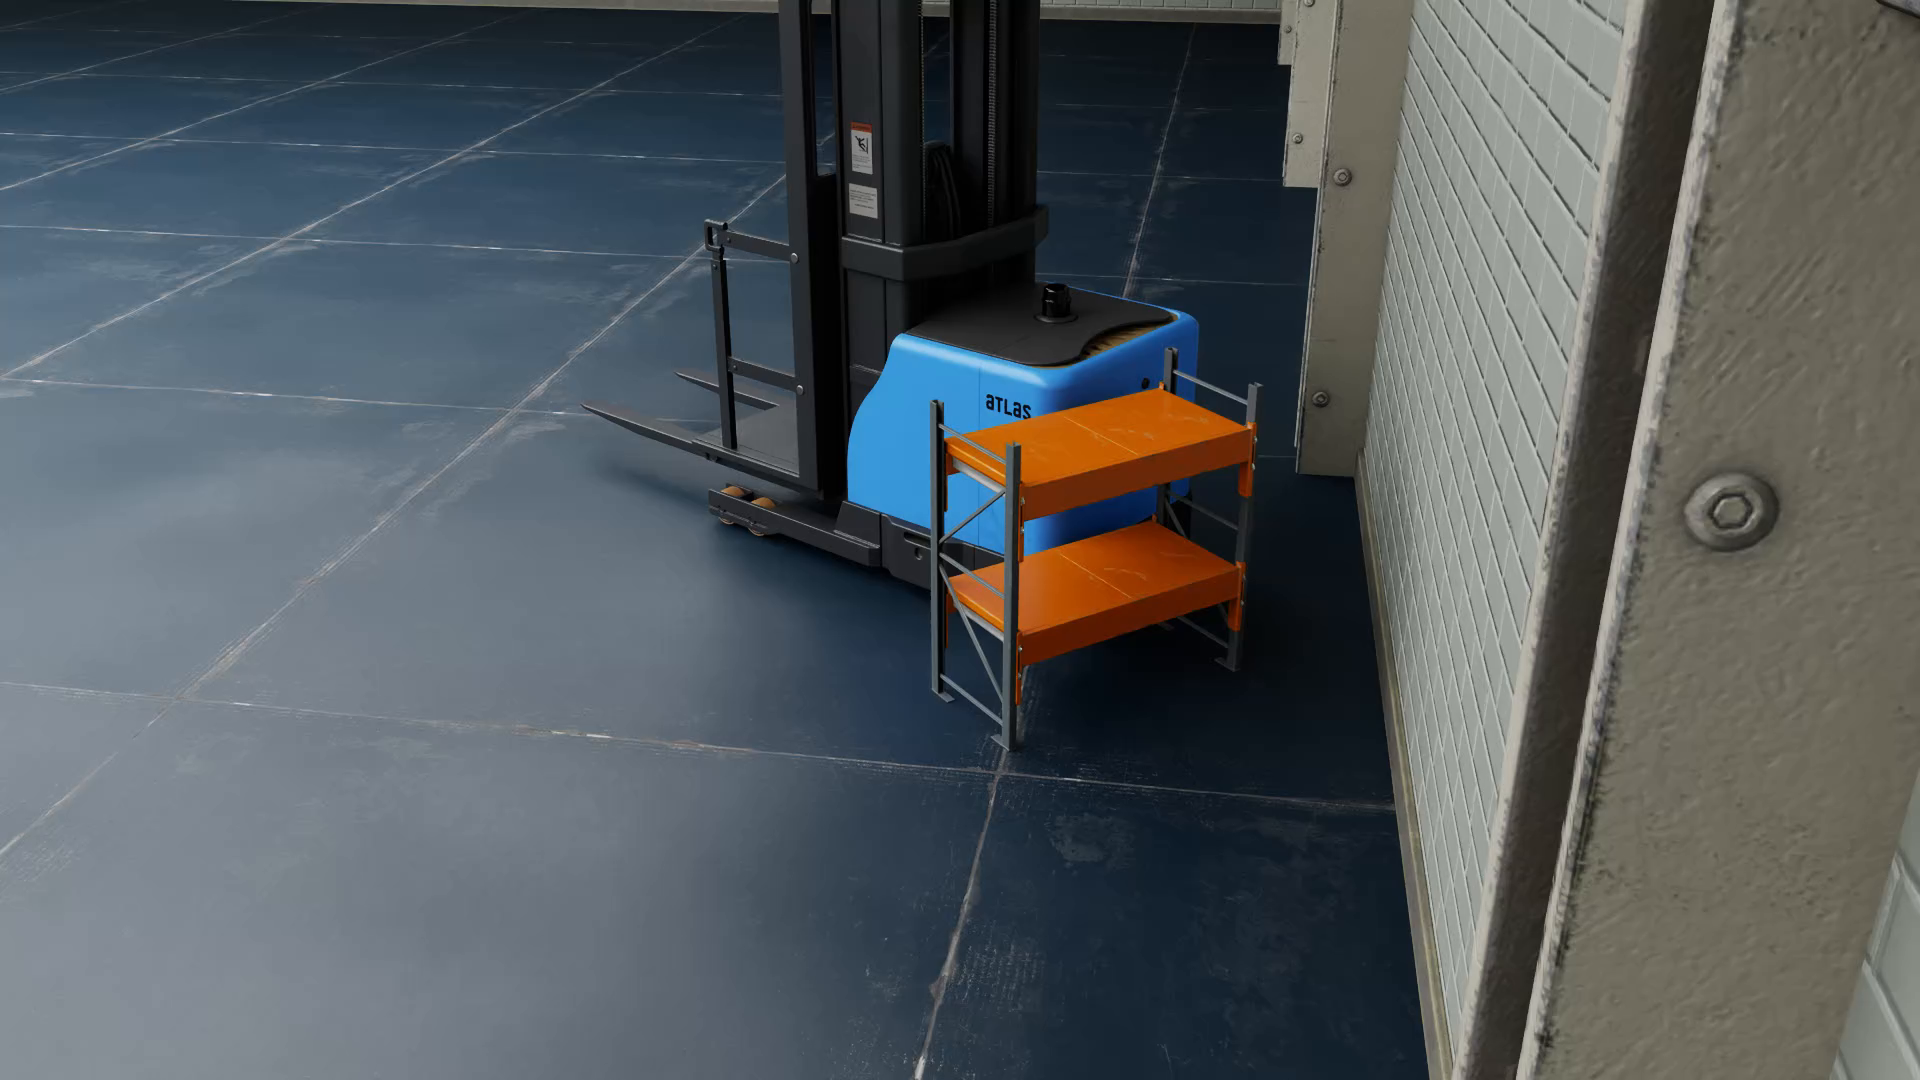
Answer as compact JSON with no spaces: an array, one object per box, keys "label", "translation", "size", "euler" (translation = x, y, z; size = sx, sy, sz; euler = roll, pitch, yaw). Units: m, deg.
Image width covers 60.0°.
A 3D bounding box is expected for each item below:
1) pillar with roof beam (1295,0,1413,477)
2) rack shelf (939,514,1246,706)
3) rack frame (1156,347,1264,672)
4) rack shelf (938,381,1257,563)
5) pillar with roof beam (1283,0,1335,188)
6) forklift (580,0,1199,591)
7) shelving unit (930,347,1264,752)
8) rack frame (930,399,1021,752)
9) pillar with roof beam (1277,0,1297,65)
[{"label":"pillar with roof beam","translation":[-2.460,-4.764,6.814],"size":[9.100,9.000,0.400],"euler":[4,25,9]},{"label":"rack shelf","translation":[0.473,0.230,6.009],"size":[1.000,0.278,0.538],"euler":[-15,29,-29]},{"label":"rack frame","translation":[0.900,-0.109,6.155],"size":[0.032,1.125,0.500],"euler":[-15,29,-29]},{"label":"rack shelf","translation":[0.473,-0.257,5.781],"size":[1.000,0.278,0.538],"euler":[-15,29,-29]},{"label":"pillar with roof beam","translation":[-1.479,-7.274,12.175],"size":[9.100,9.000,0.400],"euler":[4,25,9]},{"label":"forklift","translation":[-0.486,-1.497,6.992],"size":[3.031,2.935,1.130],"euler":[19,31,35]},{"label":"shelving unit","translation":[0.473,0.008,5.905],"size":[1.048,1.125,0.538],"euler":[-15,29,-29]},{"label":"rack frame","translation":[0.045,0.125,5.656],"size":[0.032,1.125,0.500],"euler":[-15,29,-29]},{"label":"pillar with roof beam","translation":[-0.499,-9.783,17.536],"size":[9.100,9.000,0.400],"euler":[4,25,9]}]
